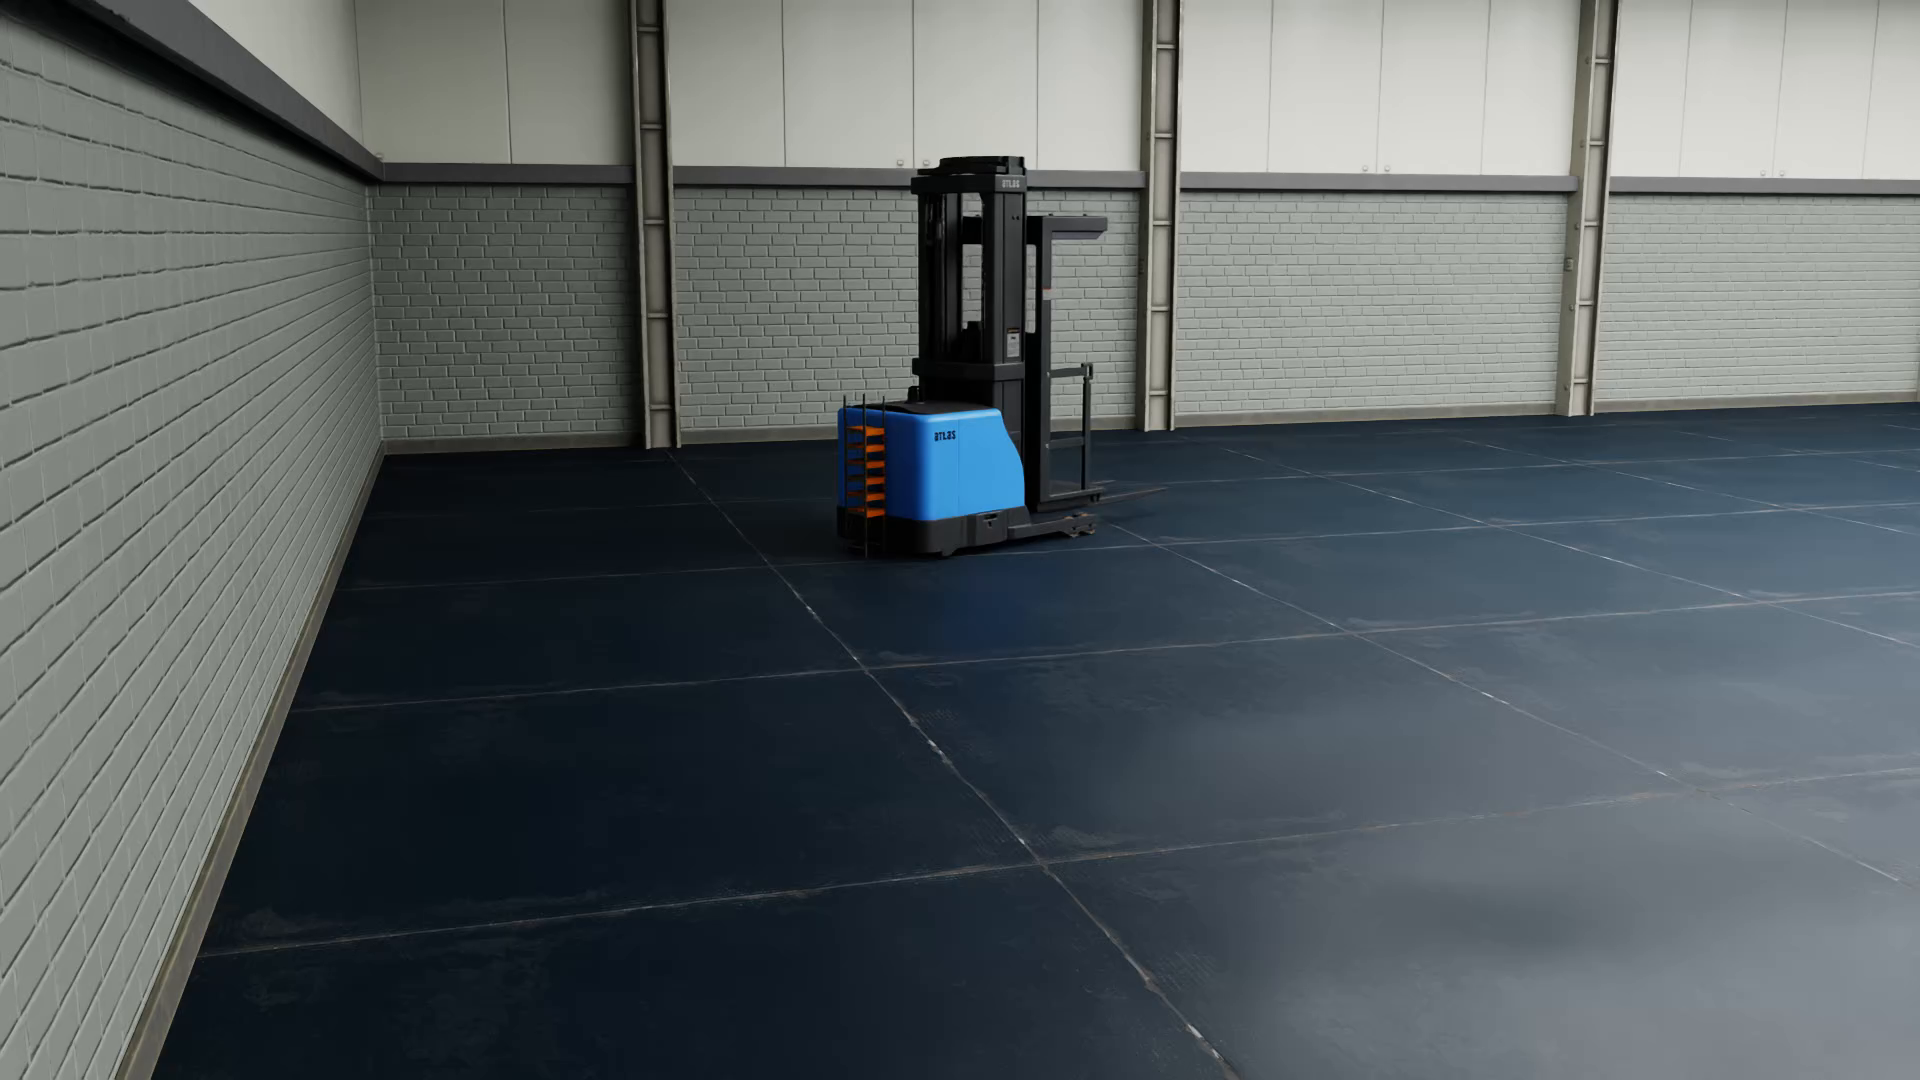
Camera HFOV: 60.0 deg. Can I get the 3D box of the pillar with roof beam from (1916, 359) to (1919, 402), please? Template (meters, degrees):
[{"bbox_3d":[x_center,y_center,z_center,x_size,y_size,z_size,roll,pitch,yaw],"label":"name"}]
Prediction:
[{"bbox_3d":[15.117,-5.646,18.858,0.400,9.000,9.100,-3,11,-16],"label":"pillar with roof beam"}]

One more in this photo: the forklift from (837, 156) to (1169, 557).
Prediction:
[{"bbox_3d":[0.468,-1.522,13.221,3.031,2.935,1.130,-10,14,-43],"label":"forklift"}]

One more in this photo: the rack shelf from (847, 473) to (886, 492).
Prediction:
[{"bbox_3d":[-0.703,-0.426,12.292,0.180,0.103,0.258,-10,14,-43],"label":"rack shelf"}]

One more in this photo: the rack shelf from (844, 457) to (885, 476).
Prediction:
[{"bbox_3d":[-0.703,-0.544,12.270,0.180,0.103,0.258,-10,14,-43],"label":"rack shelf"}]

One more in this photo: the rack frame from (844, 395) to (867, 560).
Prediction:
[{"bbox_3d":[-0.769,-0.458,12.221,0.006,1.200,0.240,-10,14,-43],"label":"rack frame"}]

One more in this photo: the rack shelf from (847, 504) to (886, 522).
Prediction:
[{"bbox_3d":[-0.703,-0.190,12.335,0.180,0.103,0.258,-10,14,-43],"label":"rack shelf"}]

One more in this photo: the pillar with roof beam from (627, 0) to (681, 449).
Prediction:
[{"bbox_3d":[-2.166,-4.735,13.910,0.400,9.000,9.100,-3,11,-16],"label":"pillar with roof beam"}]

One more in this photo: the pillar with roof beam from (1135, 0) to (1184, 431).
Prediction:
[{"bbox_3d":[3.595,-5.038,15.560,0.400,9.000,9.100,-3,11,-16],"label":"pillar with roof beam"}]

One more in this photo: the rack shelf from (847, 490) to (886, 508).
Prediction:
[{"bbox_3d":[-0.703,-0.308,12.313,0.180,0.103,0.258,-10,14,-43],"label":"rack shelf"}]

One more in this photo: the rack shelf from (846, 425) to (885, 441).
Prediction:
[{"bbox_3d":[-0.703,-0.780,12.226,0.180,0.103,0.258,-10,14,-43],"label":"rack shelf"}]

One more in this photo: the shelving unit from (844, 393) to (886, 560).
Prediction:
[{"bbox_3d":[-0.703,-0.470,12.284,0.189,1.200,0.258,-10,14,-43],"label":"shelving unit"}]

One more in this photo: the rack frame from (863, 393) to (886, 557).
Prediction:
[{"bbox_3d":[-0.636,-0.481,12.346,0.006,1.200,0.240,-10,14,-43],"label":"rack frame"}]

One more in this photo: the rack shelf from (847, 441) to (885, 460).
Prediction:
[{"bbox_3d":[-0.703,-0.662,12.248,0.180,0.103,0.258,-10,14,-43],"label":"rack shelf"}]

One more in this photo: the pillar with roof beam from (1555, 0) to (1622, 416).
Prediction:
[{"bbox_3d":[9.356,-5.342,17.209,0.400,9.000,9.100,-3,11,-16],"label":"pillar with roof beam"}]
